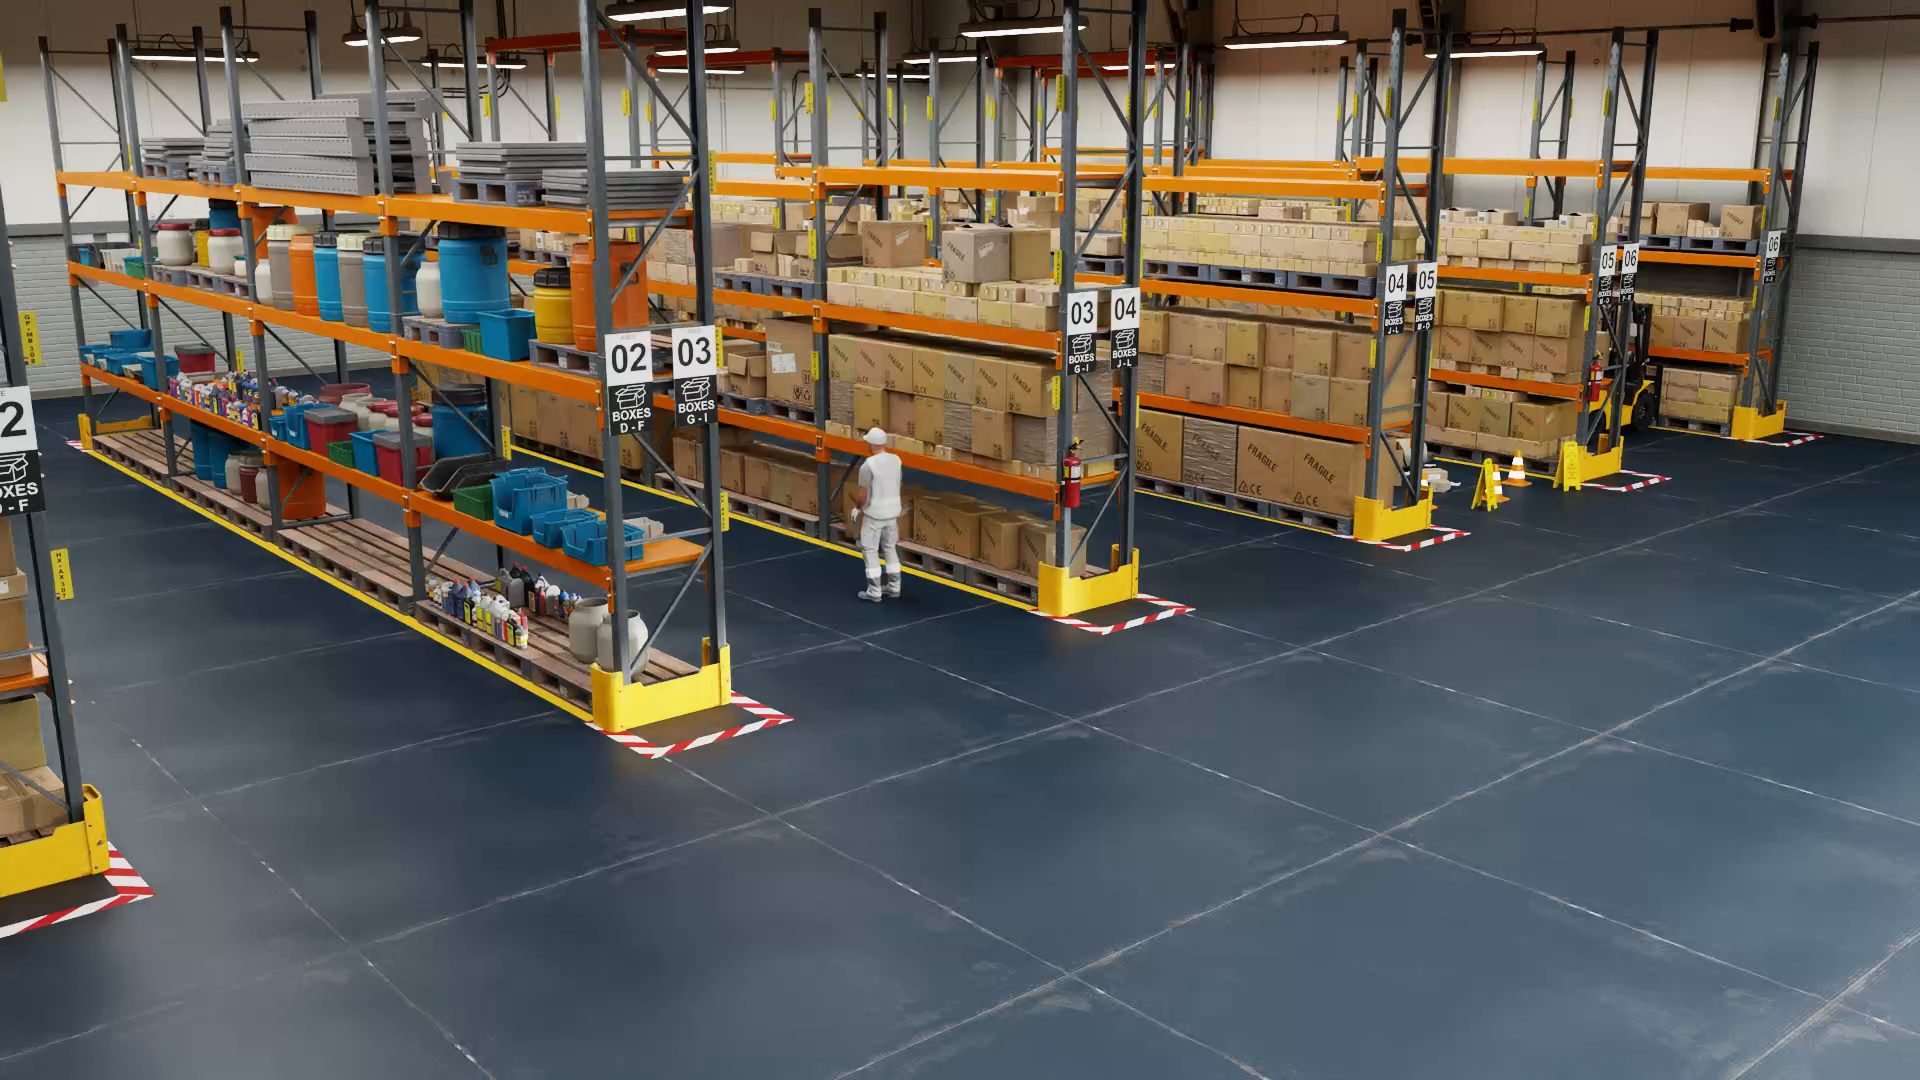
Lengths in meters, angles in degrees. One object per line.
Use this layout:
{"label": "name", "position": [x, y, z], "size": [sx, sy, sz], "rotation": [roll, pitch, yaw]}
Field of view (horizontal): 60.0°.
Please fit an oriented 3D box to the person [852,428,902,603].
{"label": "person", "position": [-0.838, -0.265, 17.017], "size": [0.539, 1.790, 0.437], "rotation": [-12, 19, -41]}
